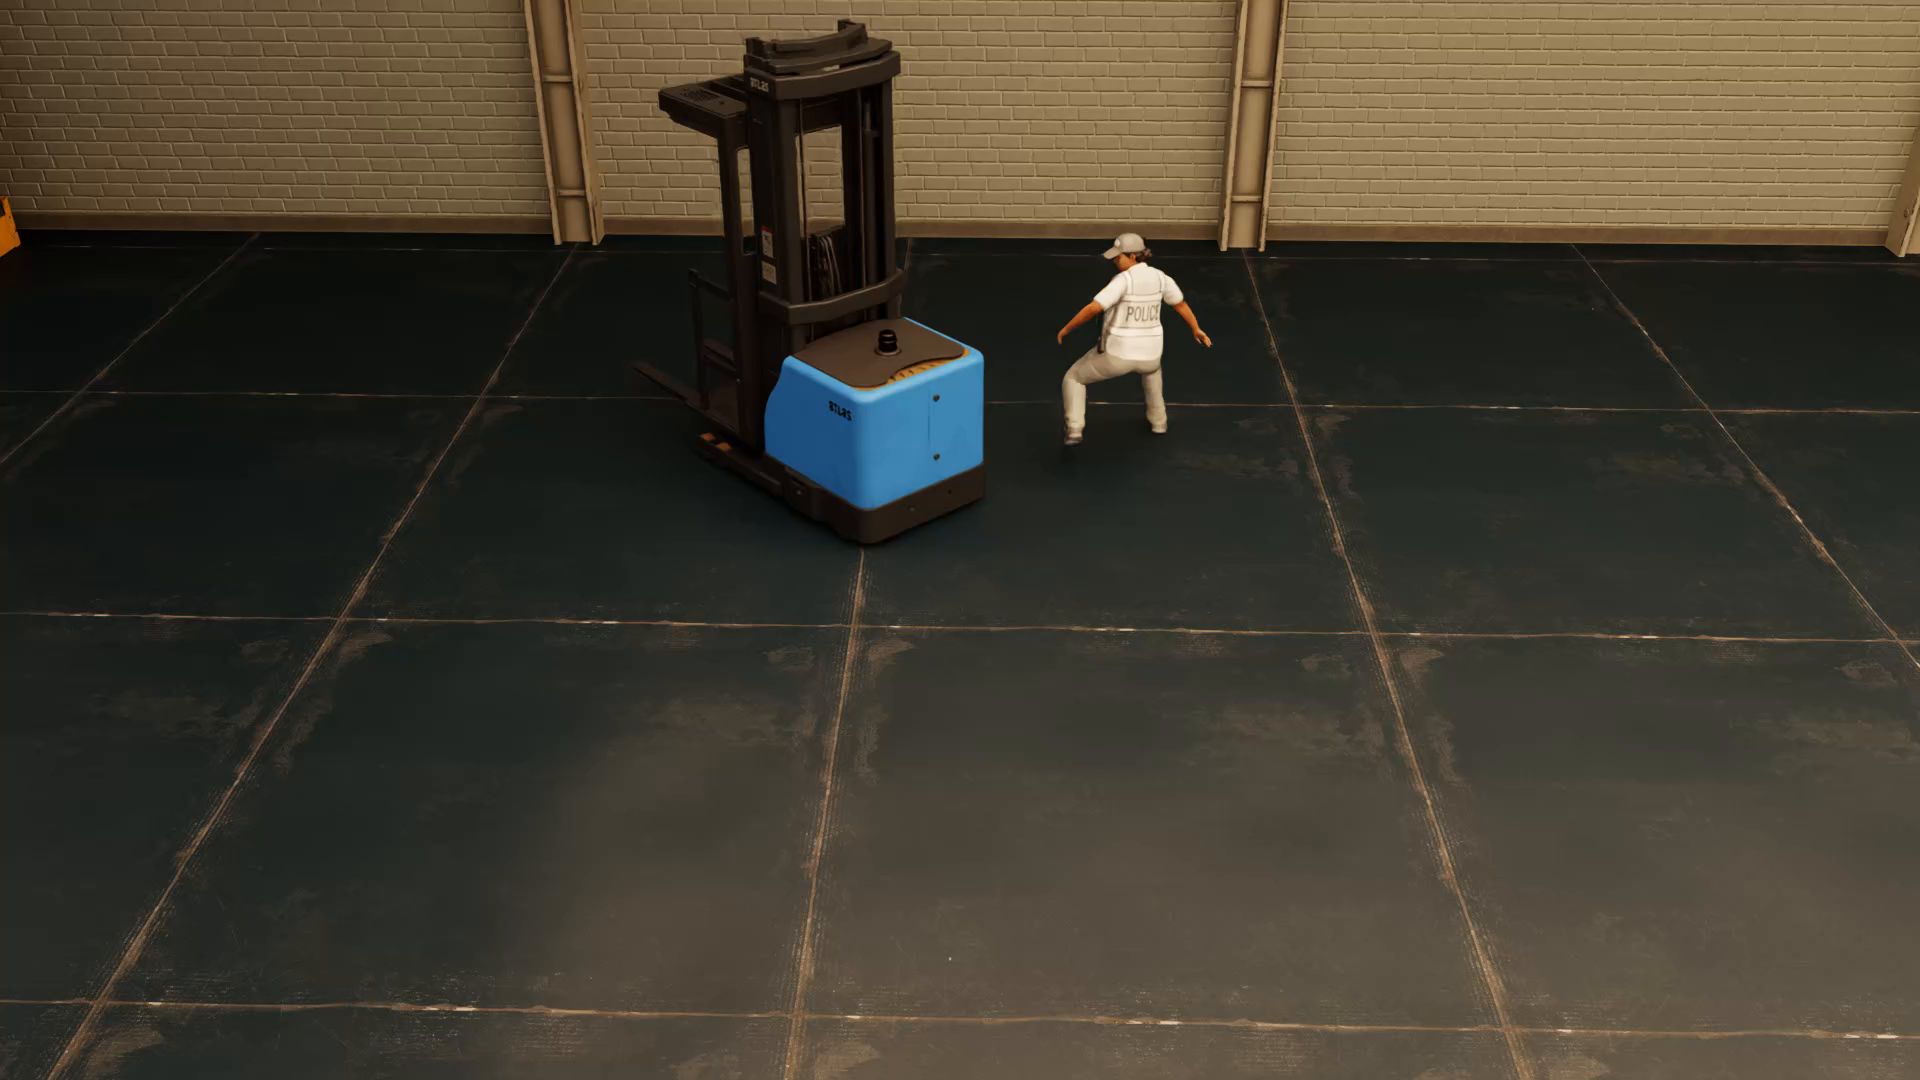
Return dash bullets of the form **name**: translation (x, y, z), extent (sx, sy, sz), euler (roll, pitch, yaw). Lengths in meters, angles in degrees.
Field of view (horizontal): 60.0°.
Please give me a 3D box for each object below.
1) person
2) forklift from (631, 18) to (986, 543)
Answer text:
- **person**: translation (1.173, -1.323, 11.324), extent (1.102, 1.565, 0.502), euler (-11, 32, -18)
- **forklift**: translation (-1.183, -1.909, 10.852), extent (1.130, 2.935, 3.031), euler (-24, 38, -35)
